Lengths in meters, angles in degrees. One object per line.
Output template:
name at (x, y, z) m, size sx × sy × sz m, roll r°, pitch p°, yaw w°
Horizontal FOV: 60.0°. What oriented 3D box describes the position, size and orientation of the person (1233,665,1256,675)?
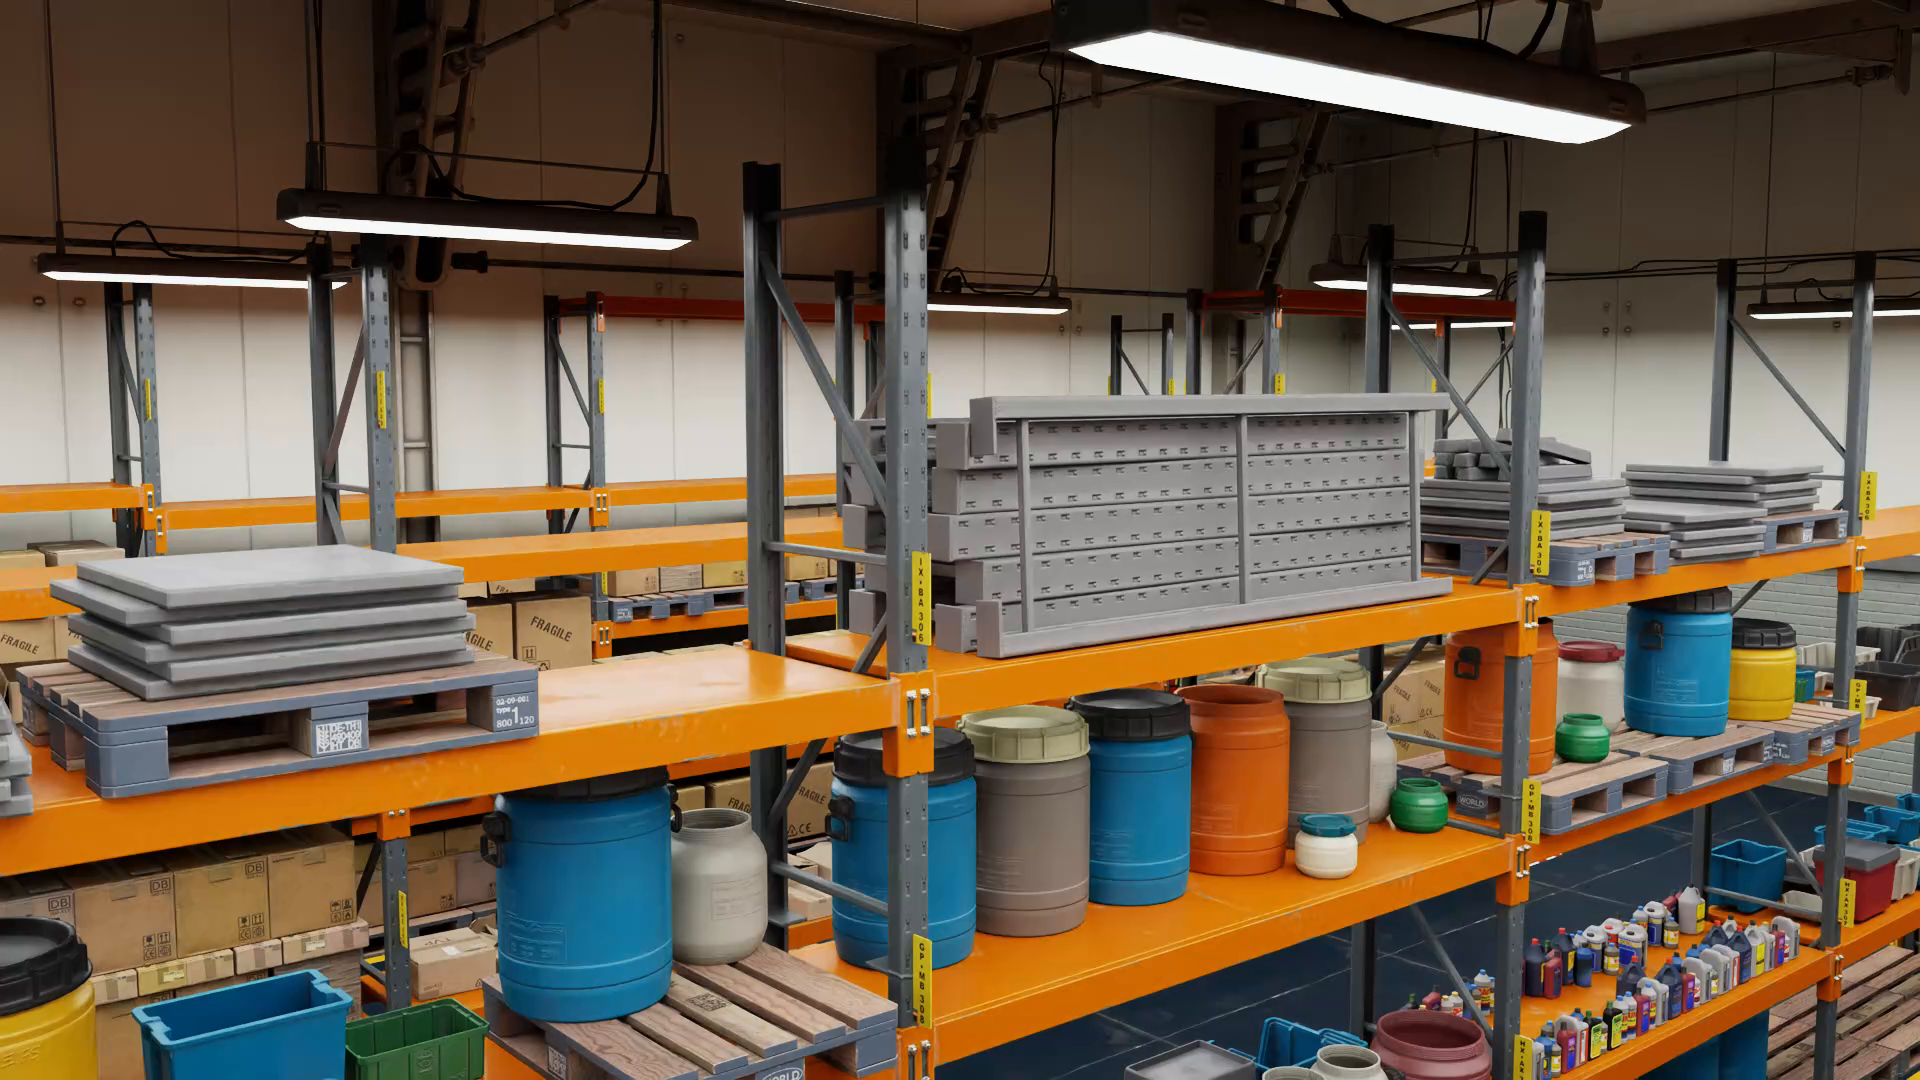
person at (3.573, 2.262, 21.015) m, size 0.684 × 1.746 × 0.683 m, roll 2°, pitch 6°, yaw 20°
